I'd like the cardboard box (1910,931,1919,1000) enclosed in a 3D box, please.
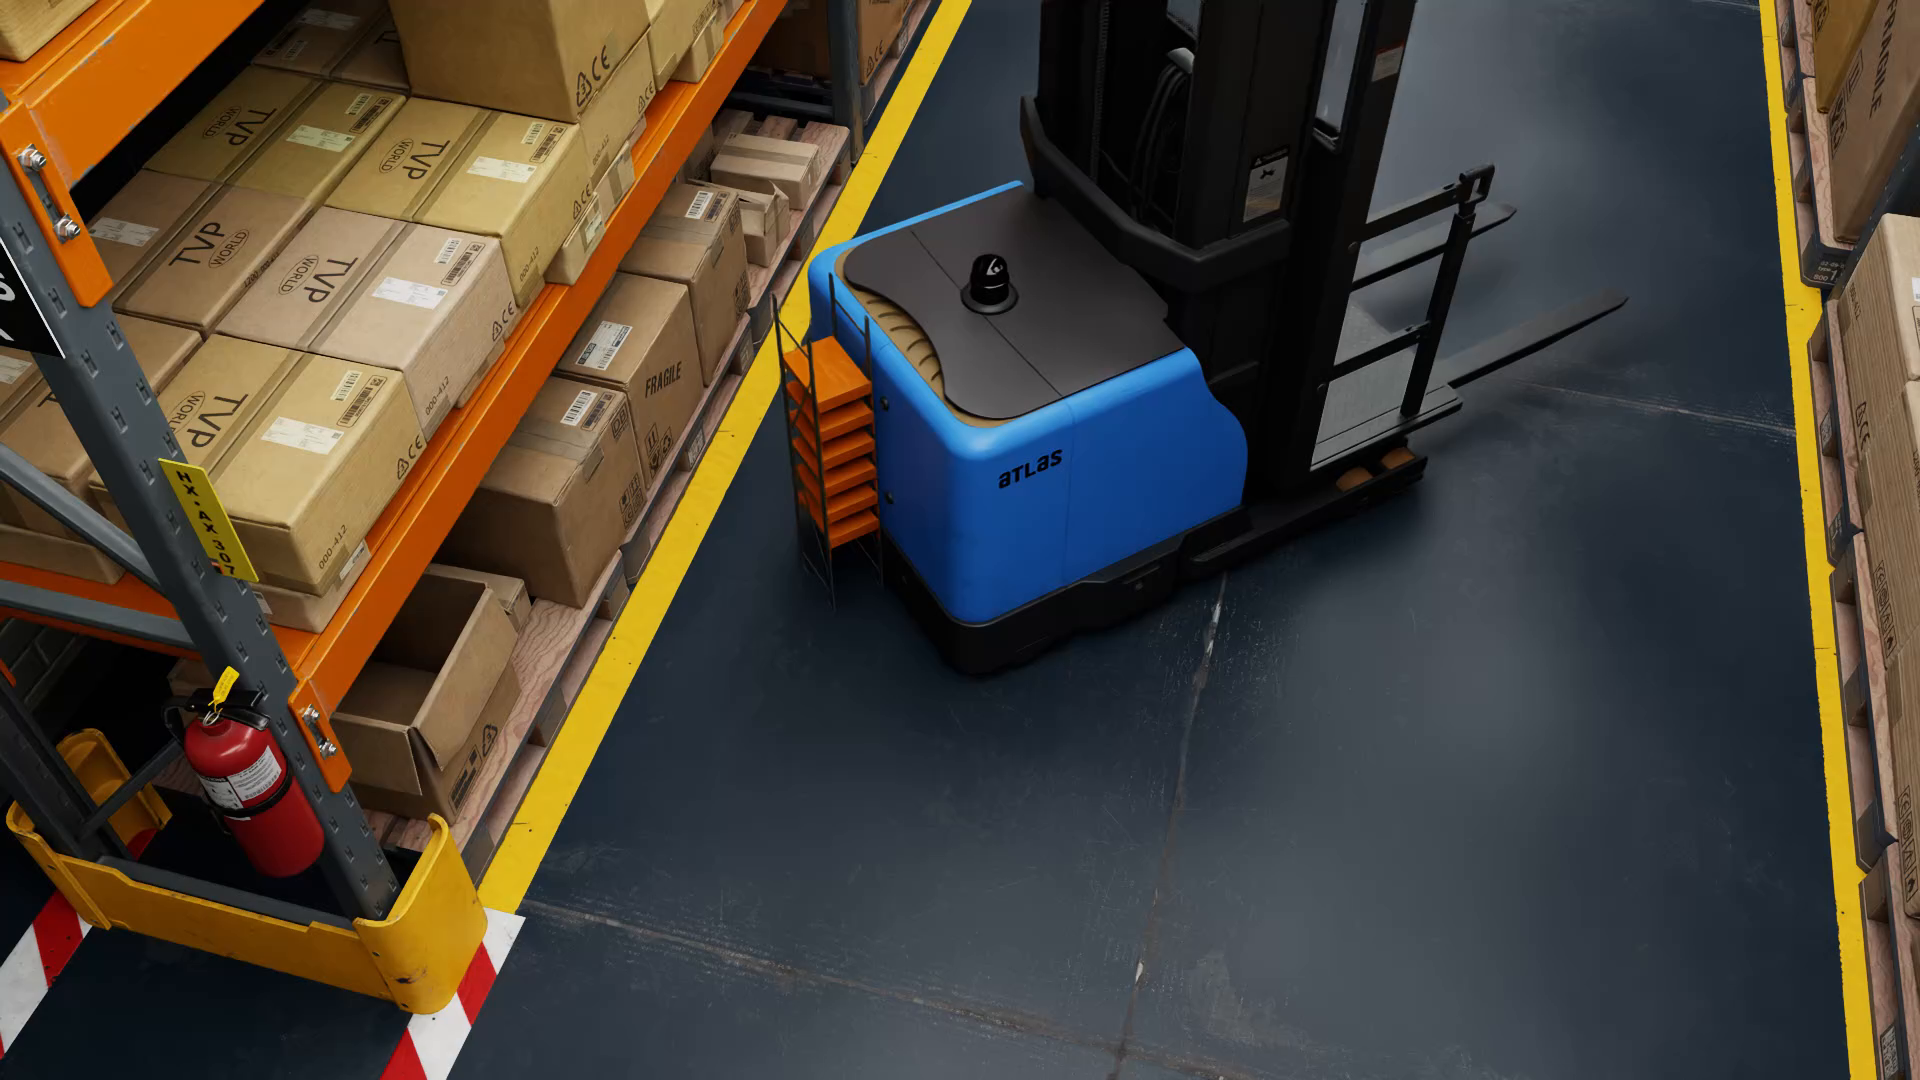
[{"bbox_3d":[2.897,1.334,4.001,0.875,0.438,0.875,10,49,9],"label":"cardboard box"}]

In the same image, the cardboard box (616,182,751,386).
[{"bbox_3d":[-1.181,-0.951,5.976,0.700,0.500,0.500,10,49,9],"label":"cardboard box"}]

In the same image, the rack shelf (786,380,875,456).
[{"bbox_3d":[-0.399,-0.399,5.041,0.180,0.103,0.258,-24,53,-20],"label":"rack shelf"}]

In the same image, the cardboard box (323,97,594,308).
[{"bbox_3d":[-1.327,-0.910,4.454,0.500,0.250,0.500,11,49,9],"label":"cardboard box"}]

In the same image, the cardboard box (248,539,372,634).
[{"bbox_3d":[-1.618,0.045,3.877,0.380,0.149,0.250,11,50,10],"label":"cardboard box"}]

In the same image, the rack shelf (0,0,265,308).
[{"bbox_3d":[-1.443,-2.055,4.043,1.077,0.370,4.000,12,50,10],"label":"rack shelf"}]

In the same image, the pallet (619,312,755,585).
[{"bbox_3d":[-1.418,-0.443,6.000,1.003,0.211,1.213,12,50,10],"label":"pallet"}]

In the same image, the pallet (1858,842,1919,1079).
[{"bbox_3d":[2.955,1.451,4.328,1.003,0.211,1.213,12,50,10],"label":"pallet"}]

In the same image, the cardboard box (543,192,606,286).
[{"bbox_3d":[-1.231,-0.877,4.691,0.380,0.149,0.250,10,49,9],"label":"cardboard box"}]

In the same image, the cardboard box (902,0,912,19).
[{"bbox_3d":[-0.442,-2.752,7.565,0.500,0.500,0.500,11,49,10],"label":"cardboard box"}]

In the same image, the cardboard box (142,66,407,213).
[{"bbox_3d":[-1.833,-1.018,4.550,0.500,0.250,0.500,13,50,11],"label":"cardboard box"}]

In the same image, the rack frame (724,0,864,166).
[{"bbox_3d":[-0.917,-2.748,6.174,1.000,3.000,0.127,12,50,10],"label":"rack frame"}]

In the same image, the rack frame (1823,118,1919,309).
[{"bbox_3d":[3.873,-1.771,5.312,1.000,3.000,0.127,12,50,10],"label":"rack frame"}]

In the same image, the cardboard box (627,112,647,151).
[{"bbox_3d":[-1.180,-1.271,5.039,0.380,0.149,0.250,11,50,10],"label":"cardboard box"}]

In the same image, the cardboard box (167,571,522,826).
[{"bbox_3d":[-1.717,0.409,4.773,0.797,0.503,0.637,10,49,9],"label":"cardboard box"}]

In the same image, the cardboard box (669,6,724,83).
[{"bbox_3d":[-0.985,-1.624,5.350,0.380,0.149,0.250,11,49,9],"label":"cardboard box"}]

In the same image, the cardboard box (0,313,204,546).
[{"bbox_3d":[-2.104,-0.288,3.905,0.500,0.250,0.500,13,50,11],"label":"cardboard box"}]

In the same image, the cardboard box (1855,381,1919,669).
[{"bbox_3d":[3.369,0.019,5.162,0.875,0.438,0.875,10,49,9],"label":"cardboard box"}]

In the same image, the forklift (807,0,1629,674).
[{"bbox_3d":[1.049,-1.381,5.014,3.031,2.935,1.130,-24,53,-20],"label":"forklift"}]

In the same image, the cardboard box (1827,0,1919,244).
[{"bbox_3d":[3.959,-1.671,6.361,0.875,0.875,0.875,13,50,11],"label":"cardboard box"}]

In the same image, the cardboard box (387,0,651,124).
[{"bbox_3d":[-1.196,-1.511,4.485,0.500,0.500,0.500,13,50,11],"label":"cardboard box"}]

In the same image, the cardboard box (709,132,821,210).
[{"bbox_3d":[-0.780,-1.482,6.679,0.380,0.149,0.250,10,49,9],"label":"cardboard box"}]

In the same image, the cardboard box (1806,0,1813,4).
[{"bbox_3d":[4.425,-2.972,7.510,0.875,0.875,0.875,12,50,10],"label":"cardboard box"}]

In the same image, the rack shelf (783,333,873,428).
[{"bbox_3d":[-0.399,-0.478,4.951,0.180,0.103,0.258,-24,53,-20],"label":"rack shelf"}]

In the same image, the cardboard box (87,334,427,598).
[{"bbox_3d":[-1.590,-0.178,3.808,0.500,0.250,0.500,12,50,10],"label":"cardboard box"}]

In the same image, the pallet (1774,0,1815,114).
[{"bbox_3d":[4.322,-2.306,7.645,1.003,0.211,1.213,12,50,10],"label":"pallet"}]

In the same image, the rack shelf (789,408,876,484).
[{"bbox_3d":[-0.399,-0.319,5.131,0.180,0.103,0.258,-24,53,-20],"label":"rack shelf"}]

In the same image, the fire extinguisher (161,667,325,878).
[{"bbox_3d":[-1.562,0.492,3.615,0.296,0.674,0.183,12,50,10],"label":"fire extinguisher"}]

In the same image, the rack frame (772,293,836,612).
[{"bbox_3d":[-0.478,-0.234,5.157,0.006,1.200,0.240,-24,53,-20],"label":"rack frame"}]

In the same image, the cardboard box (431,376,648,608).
[{"bbox_3d":[-1.455,-0.200,5.313,0.700,0.500,0.500,13,50,12],"label":"cardboard box"}]

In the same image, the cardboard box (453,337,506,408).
[{"bbox_3d":[-1.435,-0.516,4.372,0.380,0.149,0.250,13,50,11],"label":"cardboard box"}]

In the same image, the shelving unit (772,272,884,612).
[{"bbox_3d":[-0.399,-0.269,5.187,0.189,1.200,0.258,-24,53,-20],"label":"shelving unit"}]

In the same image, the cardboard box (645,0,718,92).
[{"bbox_3d":[-1.077,-1.656,5.113,0.500,0.250,0.500,11,50,10],"label":"cardboard box"}]

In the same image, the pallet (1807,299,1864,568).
[{"bbox_3d":[3.597,-0.313,5.886,1.003,0.211,1.213,12,50,10],"label":"pallet"}]

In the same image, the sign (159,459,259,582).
[{"bbox_3d":[-1.446,-0.034,3.202,0.100,0.325,0.005,12,50,10],"label":"sign"}]
